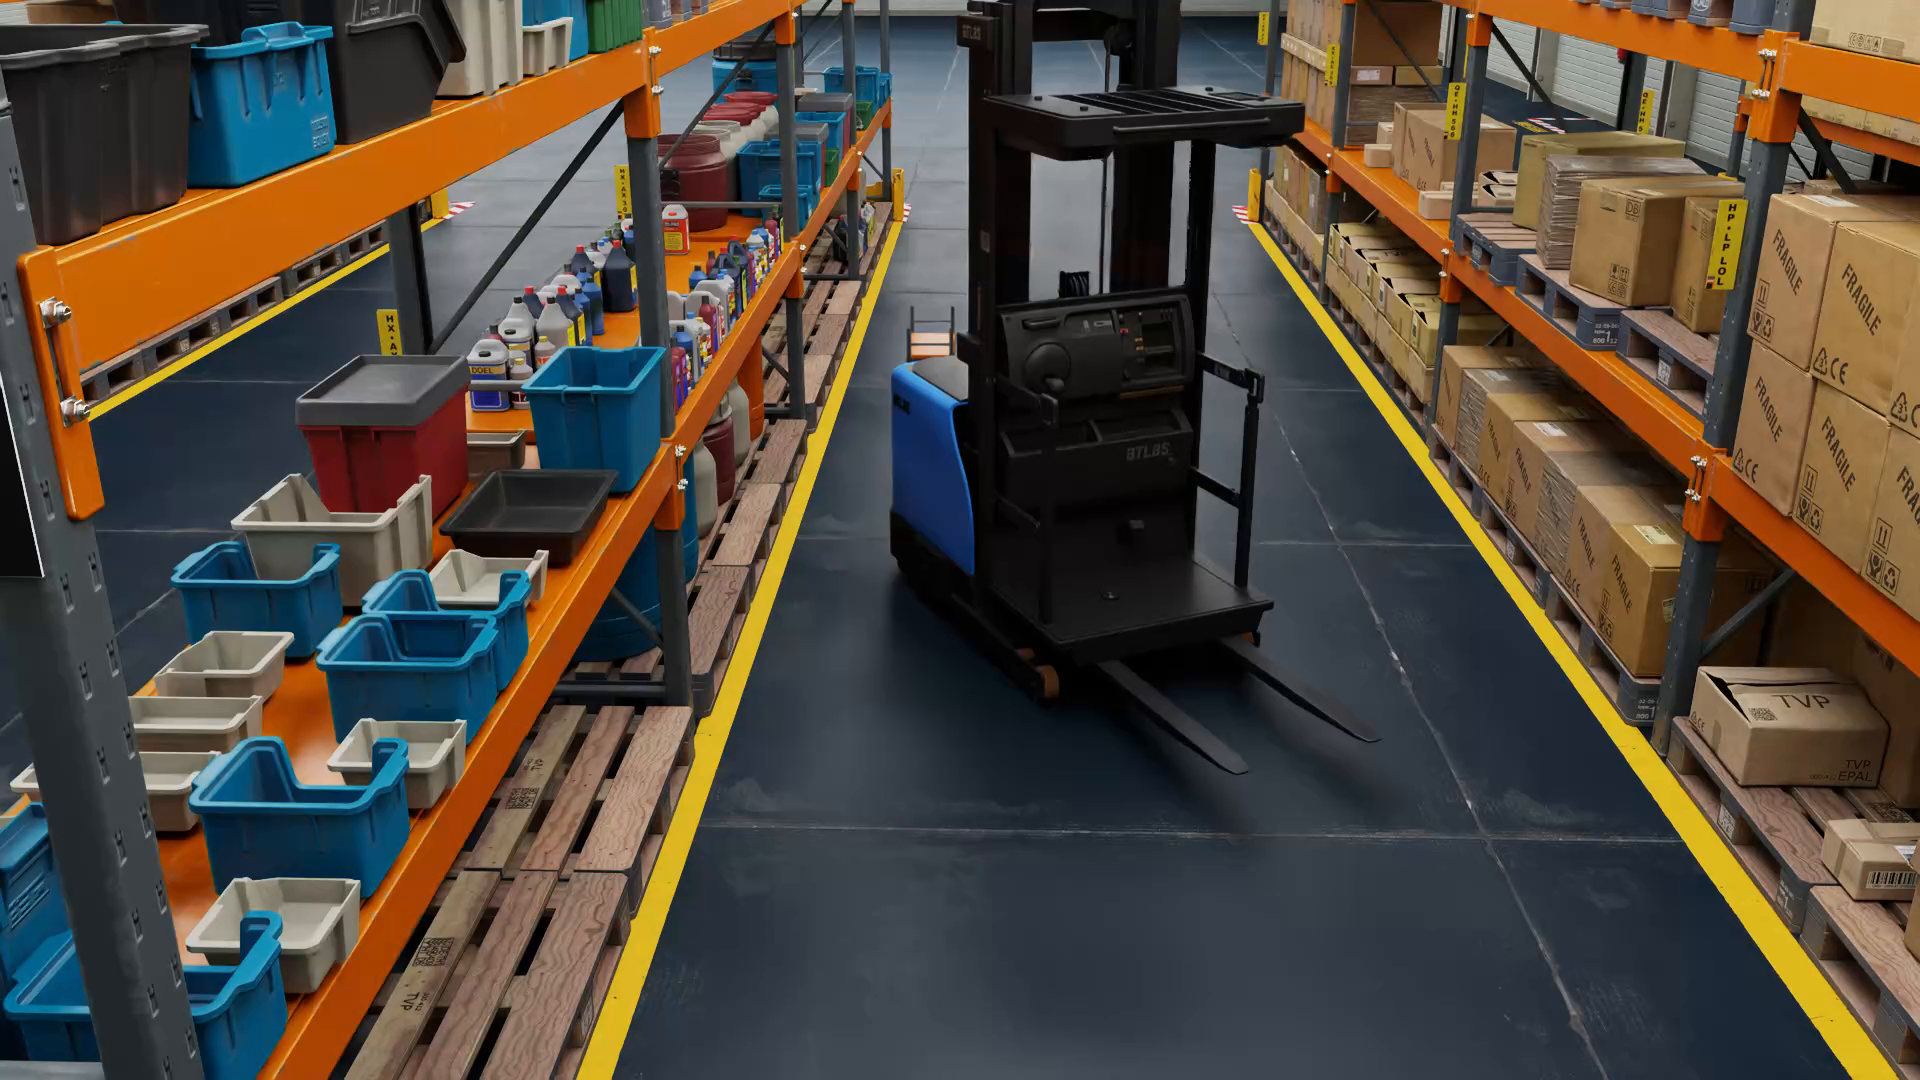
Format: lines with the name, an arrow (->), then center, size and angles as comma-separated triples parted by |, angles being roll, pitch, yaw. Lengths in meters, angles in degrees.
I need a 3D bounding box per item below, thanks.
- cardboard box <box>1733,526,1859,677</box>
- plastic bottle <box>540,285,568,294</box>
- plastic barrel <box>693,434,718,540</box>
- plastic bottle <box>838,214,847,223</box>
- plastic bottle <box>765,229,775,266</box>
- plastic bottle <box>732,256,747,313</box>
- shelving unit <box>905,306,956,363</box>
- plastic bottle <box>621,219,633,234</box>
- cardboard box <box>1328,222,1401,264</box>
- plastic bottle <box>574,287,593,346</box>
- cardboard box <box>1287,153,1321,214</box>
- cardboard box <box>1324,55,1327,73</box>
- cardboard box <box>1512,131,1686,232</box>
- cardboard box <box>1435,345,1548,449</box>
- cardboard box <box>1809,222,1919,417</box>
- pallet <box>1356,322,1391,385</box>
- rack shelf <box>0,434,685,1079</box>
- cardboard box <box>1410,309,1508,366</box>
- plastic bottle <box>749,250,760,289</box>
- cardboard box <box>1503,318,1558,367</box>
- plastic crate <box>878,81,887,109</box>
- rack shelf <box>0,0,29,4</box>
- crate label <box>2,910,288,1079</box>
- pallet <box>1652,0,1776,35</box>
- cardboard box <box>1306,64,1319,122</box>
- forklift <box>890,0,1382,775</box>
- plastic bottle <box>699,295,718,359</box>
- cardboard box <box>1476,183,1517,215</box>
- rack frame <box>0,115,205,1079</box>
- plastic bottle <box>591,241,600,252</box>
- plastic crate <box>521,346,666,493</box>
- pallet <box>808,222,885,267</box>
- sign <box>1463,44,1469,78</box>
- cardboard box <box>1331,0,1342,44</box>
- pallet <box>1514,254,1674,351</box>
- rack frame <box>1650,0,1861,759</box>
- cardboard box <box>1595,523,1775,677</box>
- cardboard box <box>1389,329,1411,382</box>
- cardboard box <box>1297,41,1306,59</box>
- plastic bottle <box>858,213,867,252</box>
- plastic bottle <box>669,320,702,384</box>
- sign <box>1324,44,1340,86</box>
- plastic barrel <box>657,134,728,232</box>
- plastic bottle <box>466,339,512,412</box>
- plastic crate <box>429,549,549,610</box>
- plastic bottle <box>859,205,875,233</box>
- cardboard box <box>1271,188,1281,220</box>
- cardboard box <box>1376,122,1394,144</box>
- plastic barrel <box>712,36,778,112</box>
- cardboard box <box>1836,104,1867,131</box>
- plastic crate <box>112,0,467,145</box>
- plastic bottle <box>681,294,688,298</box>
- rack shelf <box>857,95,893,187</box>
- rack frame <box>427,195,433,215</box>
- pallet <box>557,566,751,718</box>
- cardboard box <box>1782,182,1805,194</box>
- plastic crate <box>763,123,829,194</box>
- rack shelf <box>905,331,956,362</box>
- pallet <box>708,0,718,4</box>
cardboard box -> 3.600, 0.261, 7.058 | 0.500, 0.500, 0.500 | 0, 21, -1
plastic bottle -> -1.890, -1.035, 7.720 | 0.152, 0.276, 0.135 | 1, 21, 2
plastic barrel -> -1.448, -0.275, 8.449 | 0.421, 0.512, 0.421 | 0, 21, 0
plastic bottle -> -1.057, -2.913, 15.546 | 0.152, 0.276, 0.135 | 1, 21, 2
plastic bottle -> -1.103, -1.661, 9.438 | 0.097, 0.201, 0.097 | 0, 21, 0
plastic bottle -> -1.118, -1.296, 8.383 | 0.061, 0.283, 0.133 | 1, 21, 2
shelving unit -> -0.151, -0.610, 8.942 | 0.258, 1.200, 0.503 | 0, 21, 0
plastic bottle -> -1.838, -1.651, 9.310 | 0.152, 0.276, 0.135 | 1, 21, 2
cardboard box -> 3.323, -2.449, 13.638 | 0.500, 0.311, 0.500 | 1, 21, 2
plastic bottle -> -1.765, -1.038, 7.735 | 0.097, 0.271, 0.097 | 0, 21, 0
cardboard box -> 3.419, -3.396, 15.818 | 0.500, 0.500, 0.500 | 1, 21, 2
cardboard box -> 3.401, -4.149, 14.539 | 0.380, 0.149, 0.250 | 1, 21, 2
cardboard box -> 3.557, -1.987, 9.285 | 0.700, 0.500, 0.500 | -7, 22, -16
cardboard box -> 3.164, -0.852, 9.925 | 0.500, 0.500, 0.500 | 2, 21, 4
cardboard box -> 3.031, -0.686, 5.130 | 0.500, 0.500, 0.500 | 0, 21, 0
pallet -> 3.567, -1.411, 12.373 | 1.003, 0.211, 1.213 | 1, 21, 2
rack shelf -> -1.670, 0.475, 4.652 | 1.077, 0.370, 4.000 | 1, 21, 2
cardboard box -> 3.233, -1.341, 10.784 | 0.500, 0.311, 0.500 | 1, 21, 3
plastic bottle -> -1.120, -1.450, 8.893 | 0.097, 0.201, 0.097 | 0, 21, 0
cardboard box -> 3.773, -1.335, 10.768 | 0.500, 0.311, 0.500 | 1, 21, 3
plastic crate -> -0.986, -4.434, 16.515 | 0.499, 0.251, 0.408 | 1, 21, 2
rack shelf -> -6.378, -3.870, 11.704 | 1.077, 0.370, 4.000 | 1, 21, 2
crate label -> -1.395, 0.827, 2.898 | 0.416, 0.233, 0.303 | 1, 21, 2
pallet -> 3.431, -2.073, 6.338 | 1.213, 0.211, 1.003 | 1, 21, 2
cardboard box -> 3.635, -4.184, 15.528 | 0.700, 0.500, 0.500 | 1, 21, 3
forklift -> 0.705, -0.838, 7.137 | 1.130, 2.935, 3.031 | -9, 23, -23
plastic bottle -> -1.145, -0.978, 7.564 | 0.061, 0.283, 0.133 | 1, 21, 2
cardboard box -> 3.518, -2.063, 10.323 | 0.500, 0.311, 0.500 | 2, 21, 5
rack frame -> -1.731, 0.863, 2.658 | 1.000, 3.000, 0.127 | 1, 21, 2
plastic bottle -> -1.905, -1.405, 8.664 | 0.061, 0.283, 0.133 | 1, 21, 2
plastic crate -> -1.283, -0.431, 5.933 | 0.392, 0.384, 0.575 | 1, 21, 2
pallet -> -1.270, -2.860, 16.109 | 1.003, 0.211, 1.213 | 1, 21, 2
sign -> 4.127, -3.920, 13.495 | 0.100, 0.325, 0.005 | 1, 21, 2
cardboard box -> 3.606, -4.415, 14.328 | 0.700, 0.500, 0.500 | 1, 21, 1
pallet -> 3.409, -1.181, 8.191 | 1.003, 0.211, 1.213 | 1, 21, 2
rack frame -> 3.341, -0.527, 6.241 | 1.000, 3.000, 0.127 | 1, 21, 2
cardboard box -> 3.070, 0.251, 7.082 | 0.500, 0.500, 0.500 | 1, 21, 1
cardboard box -> 3.247, -1.267, 11.368 | 0.500, 0.250, 0.500 | 0, 21, 1
cardboard box -> 3.449, -4.702, 15.967 | 0.380, 0.149, 0.250 | 0, 21, 0
plastic bottle -> -0.921, -2.801, 15.156 | 0.144, 0.351, 0.185 | 0, 21, -1
plastic bottle -> -1.204, -0.821, 7.169 | 0.152, 0.276, 0.135 | 1, 21, 2
sign -> 3.030, -3.866, 13.540 | 0.100, 0.325, 0.005 | 1, 21, 2
plastic barrel -> -1.777, -2.264, 10.529 | 0.600, 0.536, 0.708 | 1, 21, 2
plastic bottle -> -1.921, -0.671, 6.784 | 0.152, 0.276, 0.135 | 1, 21, 2
plastic crate -> -1.362, 0.145, 4.791 | 0.293, 0.136, 0.466 | 1, 21, 2
plastic bottle -> -0.897, -3.098, 16.023 | 0.152, 0.276, 0.135 | 1, 21, 2
cardboard box -> 3.456, -3.408, 16.886 | 0.500, 0.250, 0.500 | 1, 21, 2
cardboard box -> 3.613, -3.171, 13.263 | 0.500, 0.250, 0.500 | 2, 21, 5
plastic barrel -> -1.681, -3.573, 13.398 | 0.600, 0.901, 0.708 | 1, 21, 2
cardboard box -> 8.271, -3.843, 14.966 | 0.500, 0.250, 0.500 | 1, 21, 1
plastic crate -> -1.410, -1.056, 3.542 | 0.504, 0.338, 0.767 | 1, 21, 2
plastic bottle -> -1.305, -1.067, 7.907 | 0.097, 0.201, 0.097 | 0, 21, 0
rack shelf -> -1.305, -3.863, 15.834 | 1.077, 0.370, 4.000 | 1, 21, 2
rack frame -> -6.195, -4.976, 17.708 | 1.000, 3.000, 0.127 | 1, 21, 2
pallet -> -1.544, 0.438, 7.608 | 1.003, 0.211, 1.213 | 1, 21, 2
cardboard box -> 8.547, -3.515, 17.051 | 0.500, 0.311, 0.500 | -2, 21, -4
plastic crate -> -1.133, -2.640, 11.598 | 0.402, 0.464, 0.583 | 1, 21, 2
rack shelf -> -0.151, -0.976, 8.800 | 0.258, 0.148, 0.480 | 0, 21, 0
pallet -> -1.652, -2.588, 7.667 | 1.003, 0.211, 1.213 | 1, 21, 2
